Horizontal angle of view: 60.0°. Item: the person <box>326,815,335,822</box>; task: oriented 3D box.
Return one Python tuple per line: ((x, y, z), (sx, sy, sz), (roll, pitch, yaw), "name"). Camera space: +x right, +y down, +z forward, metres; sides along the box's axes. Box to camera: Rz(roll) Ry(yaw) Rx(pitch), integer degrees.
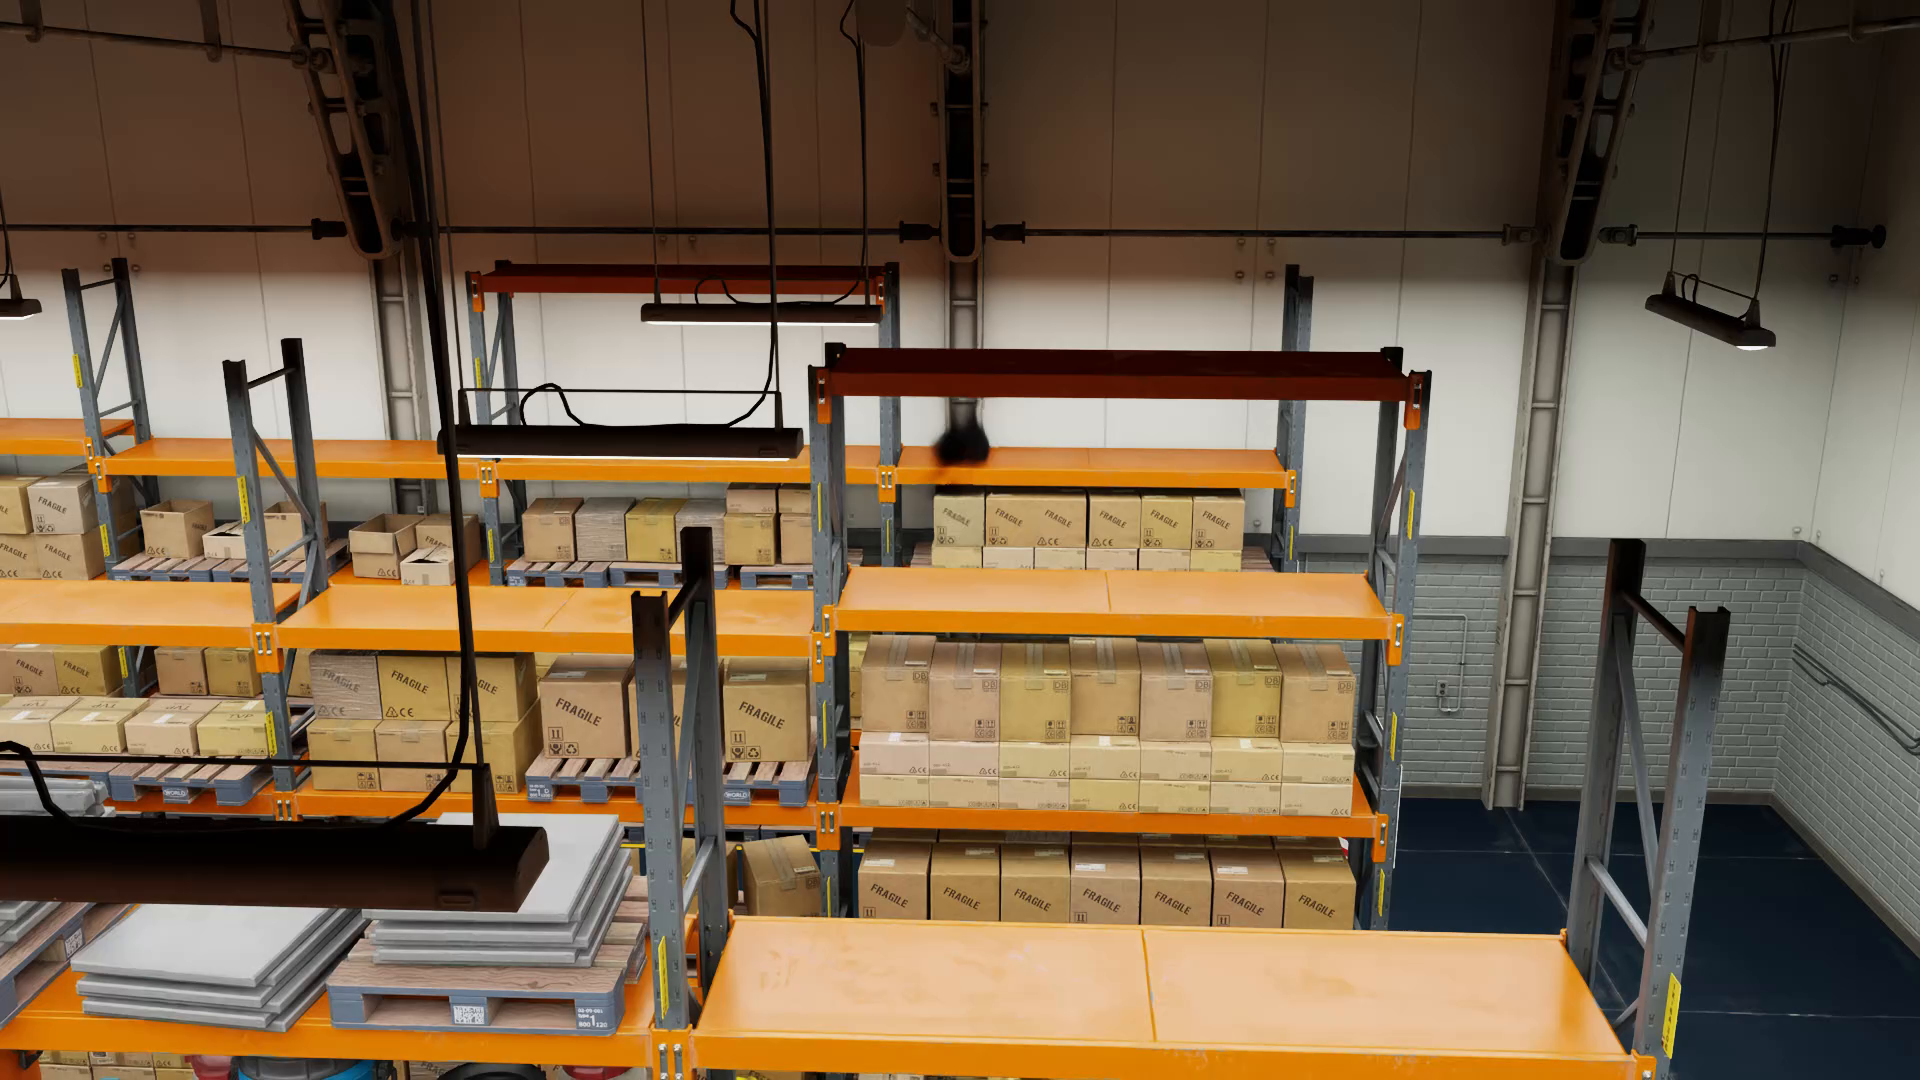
((-5.367, 3.148, 14.836), (0.761, 1.659, 0.616), (12, 20, 35), "person")
